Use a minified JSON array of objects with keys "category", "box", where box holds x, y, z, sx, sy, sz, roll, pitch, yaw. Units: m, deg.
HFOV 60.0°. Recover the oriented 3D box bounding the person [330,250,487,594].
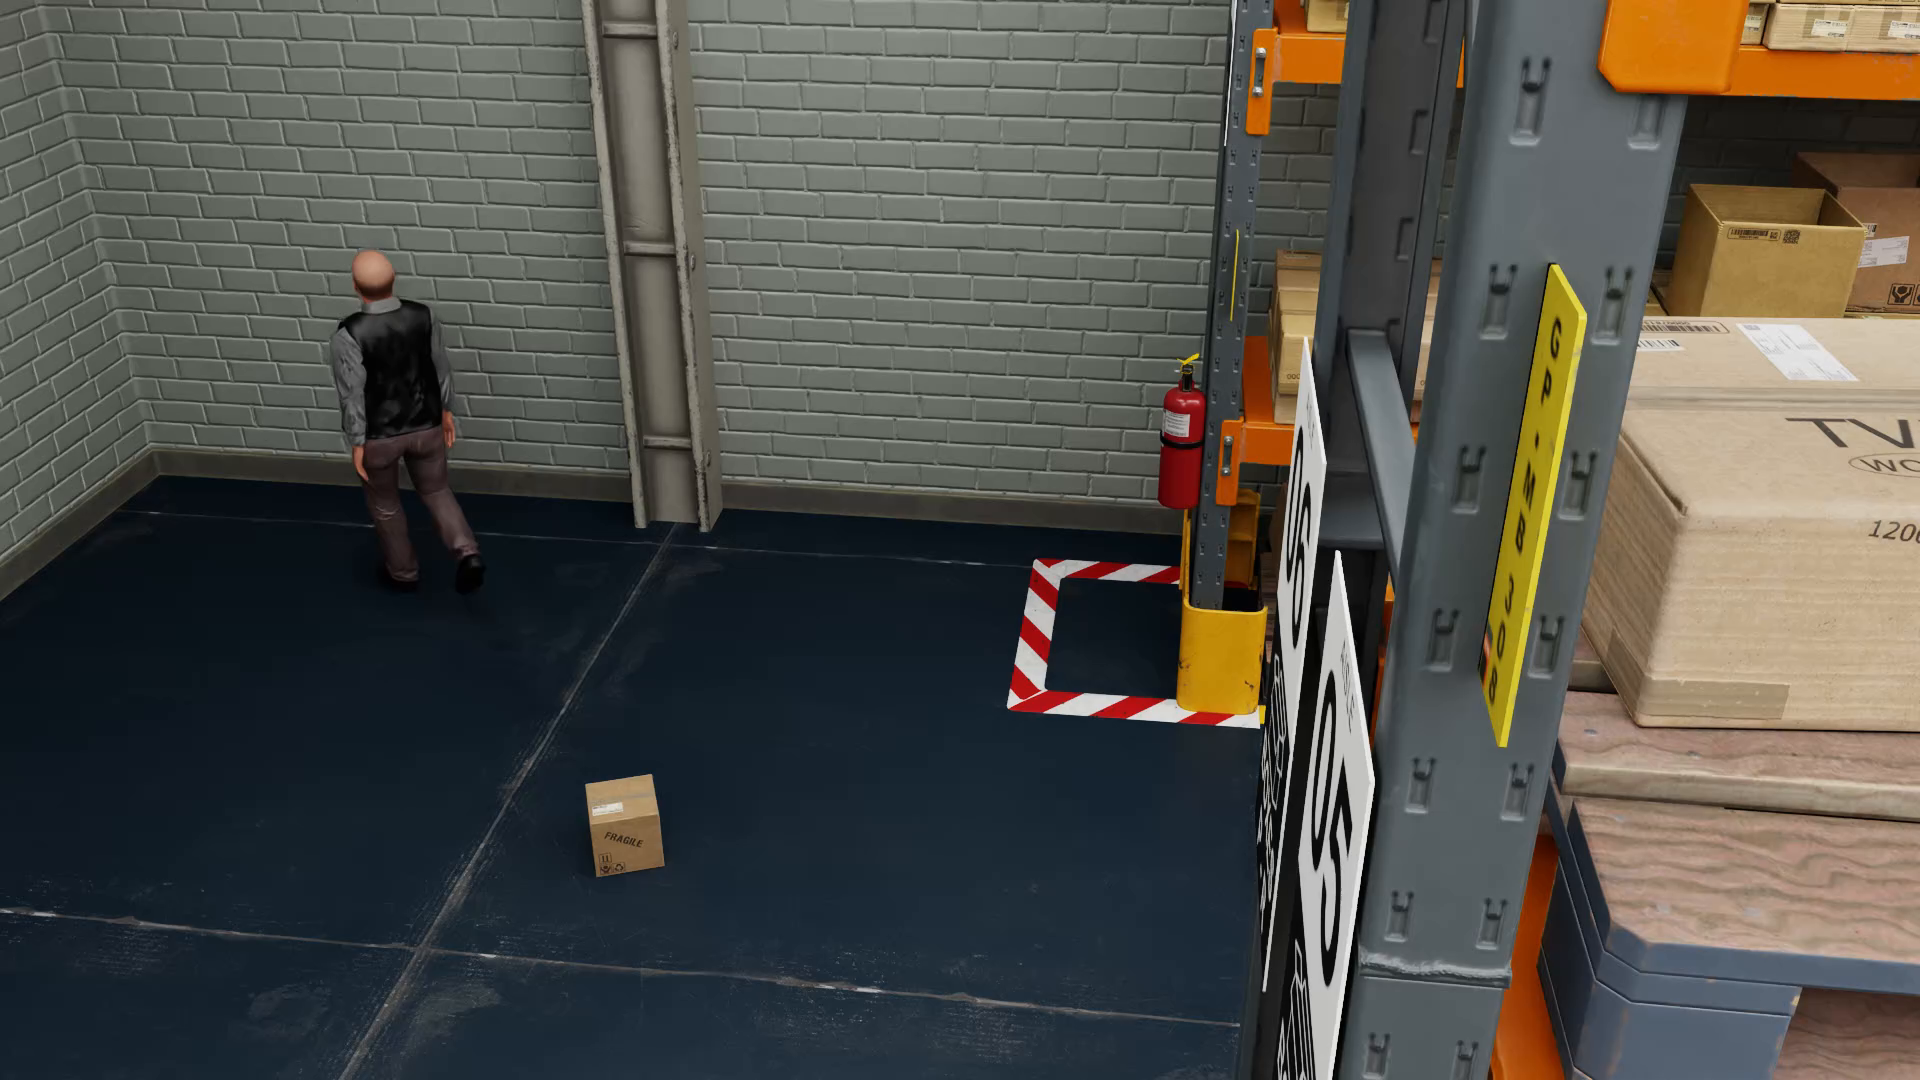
[{"category":"person","box":[-2.524,-0.495,7.557,0.543,1.701,0.763,-22,35,-35]}]
